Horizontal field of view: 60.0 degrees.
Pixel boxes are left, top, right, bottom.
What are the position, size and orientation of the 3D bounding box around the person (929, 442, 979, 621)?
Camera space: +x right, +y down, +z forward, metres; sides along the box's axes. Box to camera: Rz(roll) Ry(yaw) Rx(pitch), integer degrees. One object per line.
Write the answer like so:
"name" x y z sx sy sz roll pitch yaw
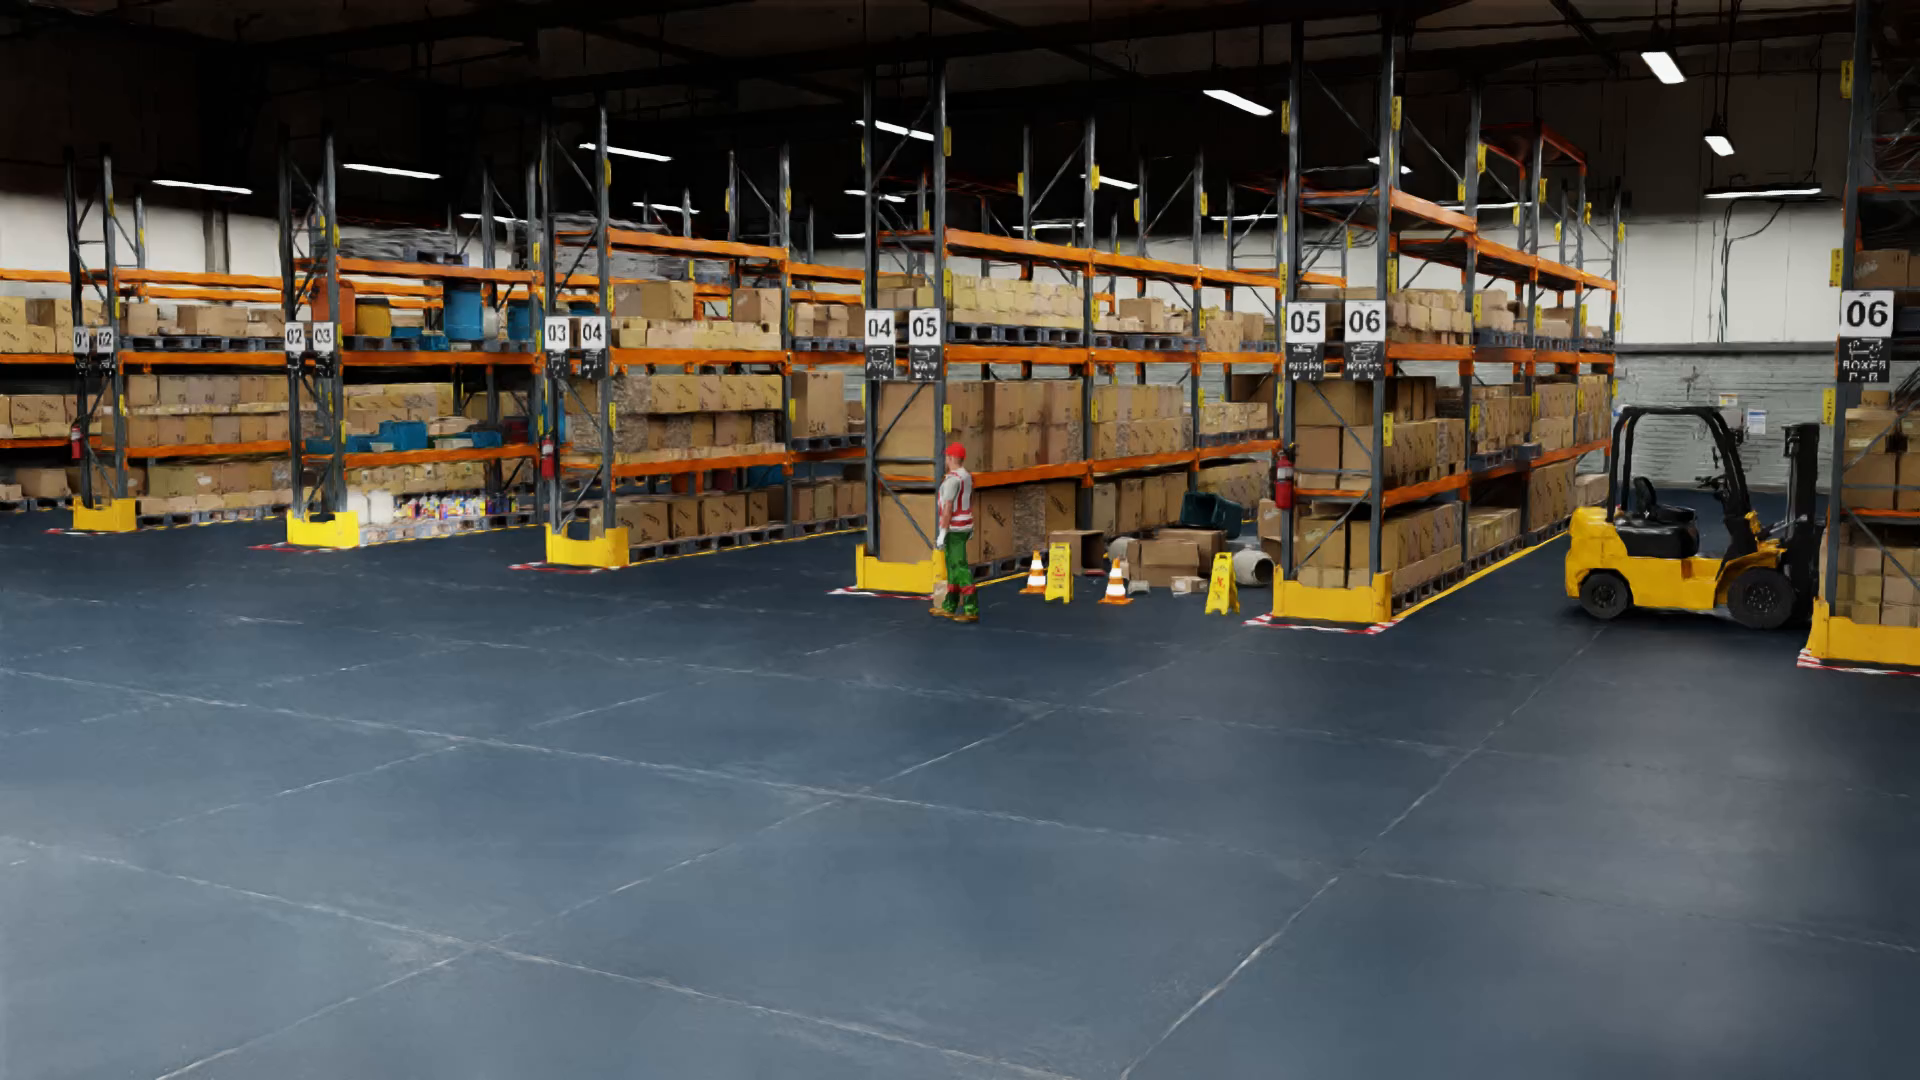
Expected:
"person" -0.052 -0.092 16.824 0.634 1.791 0.754 2 6 19
